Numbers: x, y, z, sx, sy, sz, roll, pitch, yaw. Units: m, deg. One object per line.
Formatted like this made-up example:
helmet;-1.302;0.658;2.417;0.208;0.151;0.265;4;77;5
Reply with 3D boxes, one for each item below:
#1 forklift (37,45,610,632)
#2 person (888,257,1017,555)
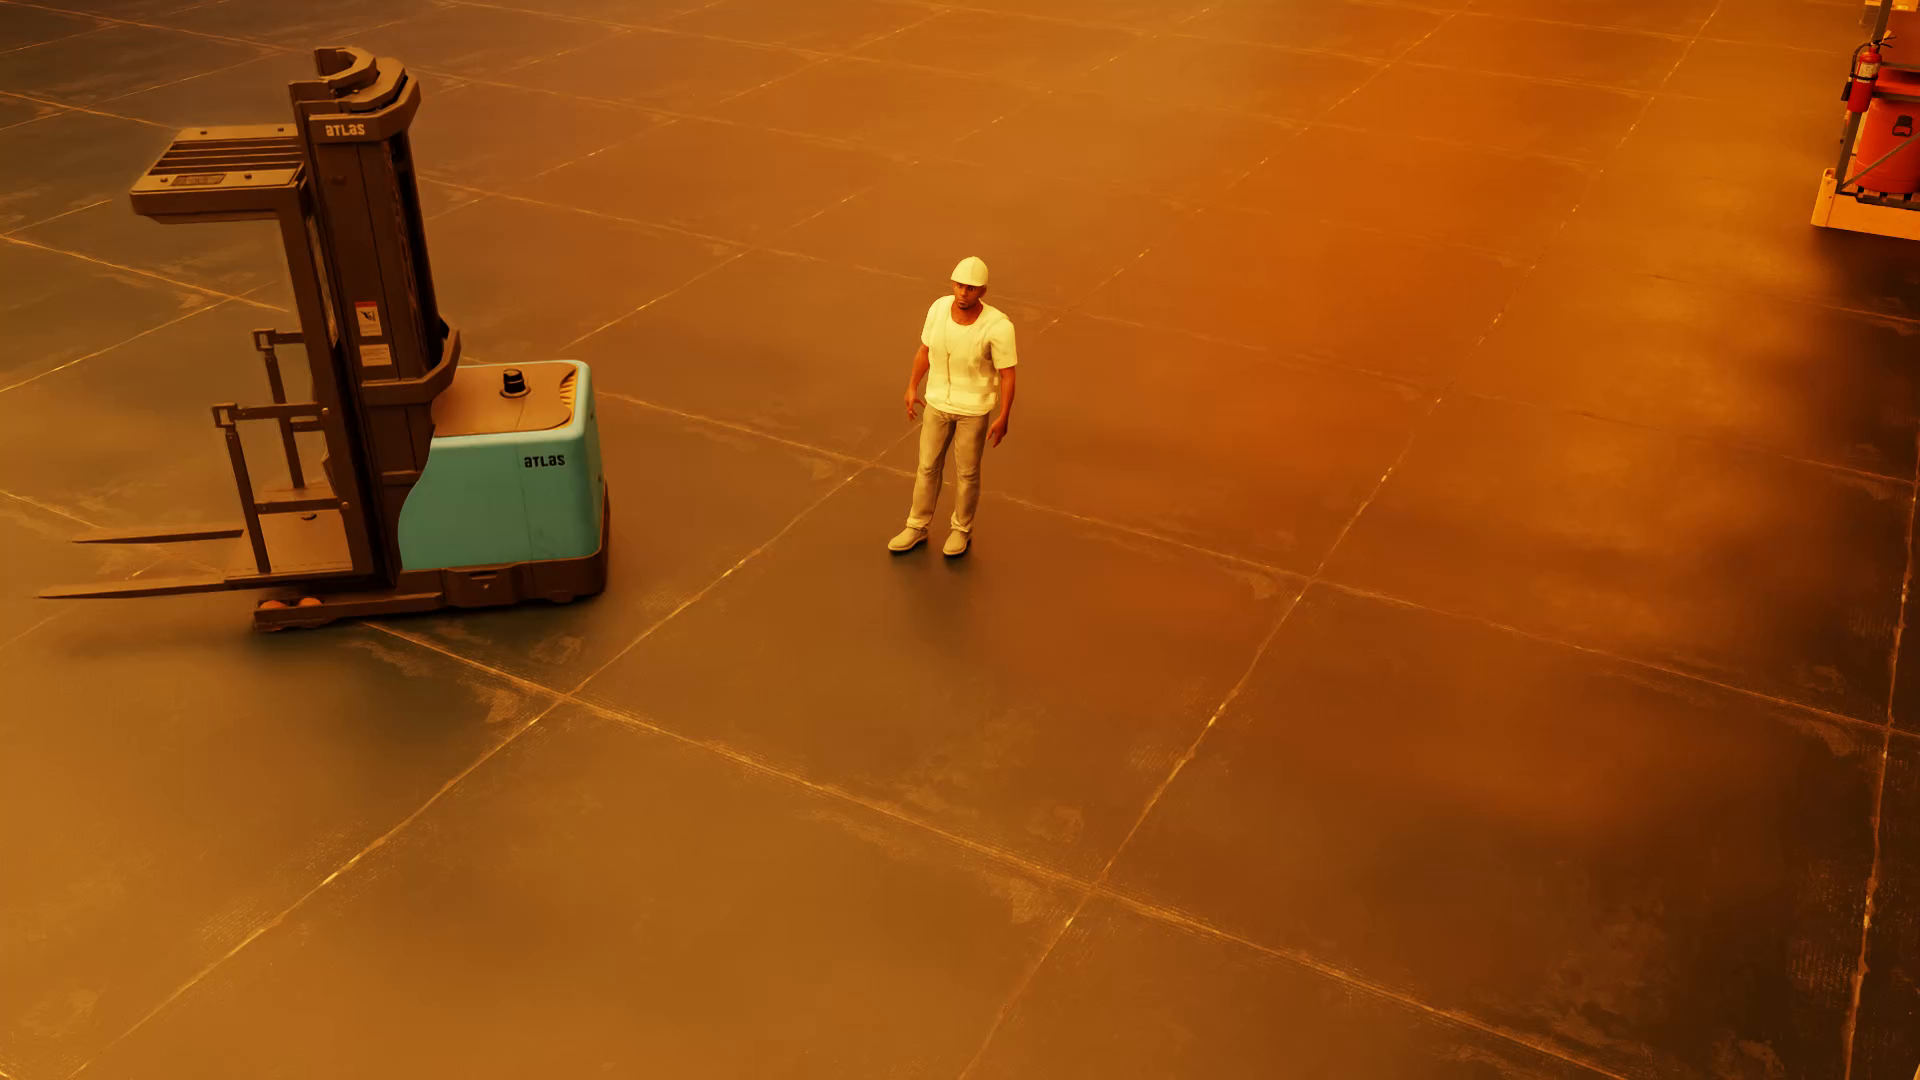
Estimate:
forklift;-3.569;-1.050;8.891;3.031;2.935;1.130;-4;30;-8
person;-0.038;-0.741;9.507;0.666;1.768;0.575;15;33;25
